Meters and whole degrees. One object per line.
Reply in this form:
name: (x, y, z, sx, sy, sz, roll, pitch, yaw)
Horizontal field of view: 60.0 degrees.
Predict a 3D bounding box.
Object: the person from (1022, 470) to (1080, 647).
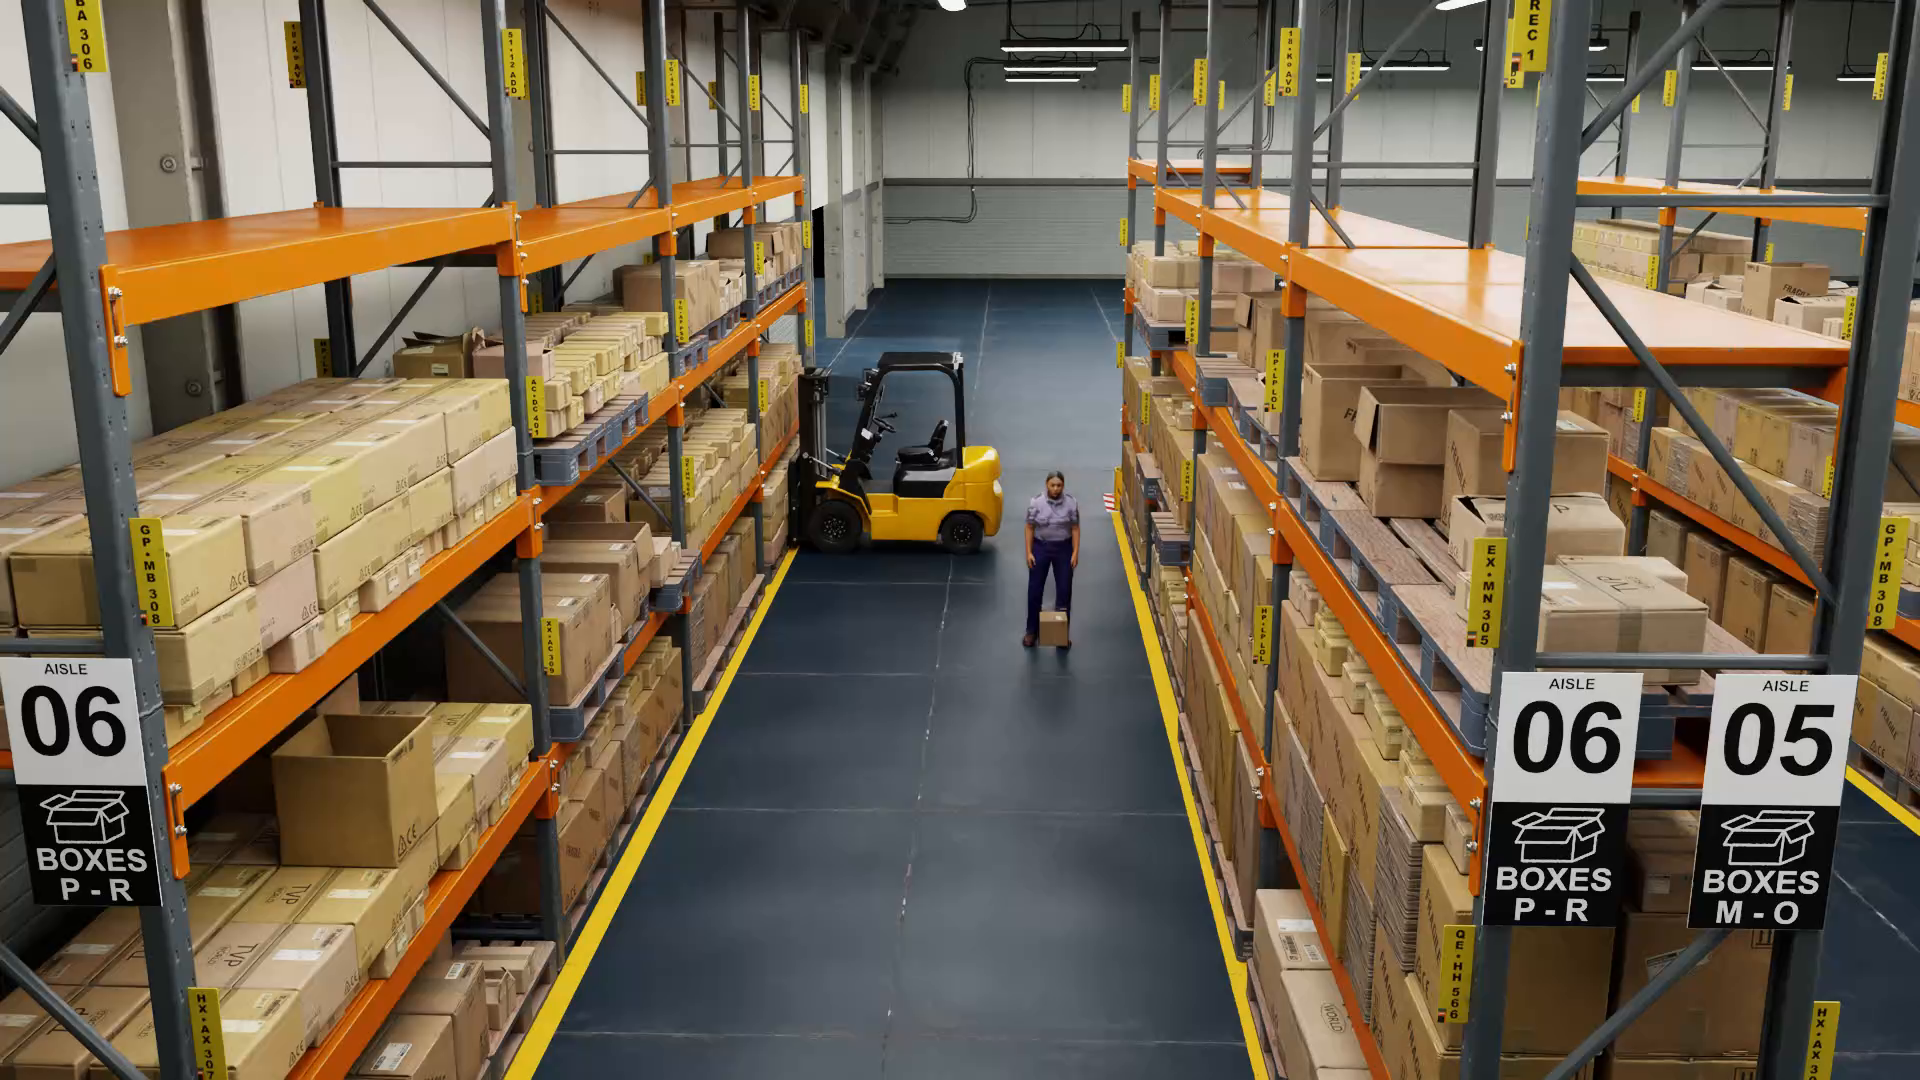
person: (0.846, 0.165, 15.405, 0.535, 1.627, 0.422, 0, 14, 0)
